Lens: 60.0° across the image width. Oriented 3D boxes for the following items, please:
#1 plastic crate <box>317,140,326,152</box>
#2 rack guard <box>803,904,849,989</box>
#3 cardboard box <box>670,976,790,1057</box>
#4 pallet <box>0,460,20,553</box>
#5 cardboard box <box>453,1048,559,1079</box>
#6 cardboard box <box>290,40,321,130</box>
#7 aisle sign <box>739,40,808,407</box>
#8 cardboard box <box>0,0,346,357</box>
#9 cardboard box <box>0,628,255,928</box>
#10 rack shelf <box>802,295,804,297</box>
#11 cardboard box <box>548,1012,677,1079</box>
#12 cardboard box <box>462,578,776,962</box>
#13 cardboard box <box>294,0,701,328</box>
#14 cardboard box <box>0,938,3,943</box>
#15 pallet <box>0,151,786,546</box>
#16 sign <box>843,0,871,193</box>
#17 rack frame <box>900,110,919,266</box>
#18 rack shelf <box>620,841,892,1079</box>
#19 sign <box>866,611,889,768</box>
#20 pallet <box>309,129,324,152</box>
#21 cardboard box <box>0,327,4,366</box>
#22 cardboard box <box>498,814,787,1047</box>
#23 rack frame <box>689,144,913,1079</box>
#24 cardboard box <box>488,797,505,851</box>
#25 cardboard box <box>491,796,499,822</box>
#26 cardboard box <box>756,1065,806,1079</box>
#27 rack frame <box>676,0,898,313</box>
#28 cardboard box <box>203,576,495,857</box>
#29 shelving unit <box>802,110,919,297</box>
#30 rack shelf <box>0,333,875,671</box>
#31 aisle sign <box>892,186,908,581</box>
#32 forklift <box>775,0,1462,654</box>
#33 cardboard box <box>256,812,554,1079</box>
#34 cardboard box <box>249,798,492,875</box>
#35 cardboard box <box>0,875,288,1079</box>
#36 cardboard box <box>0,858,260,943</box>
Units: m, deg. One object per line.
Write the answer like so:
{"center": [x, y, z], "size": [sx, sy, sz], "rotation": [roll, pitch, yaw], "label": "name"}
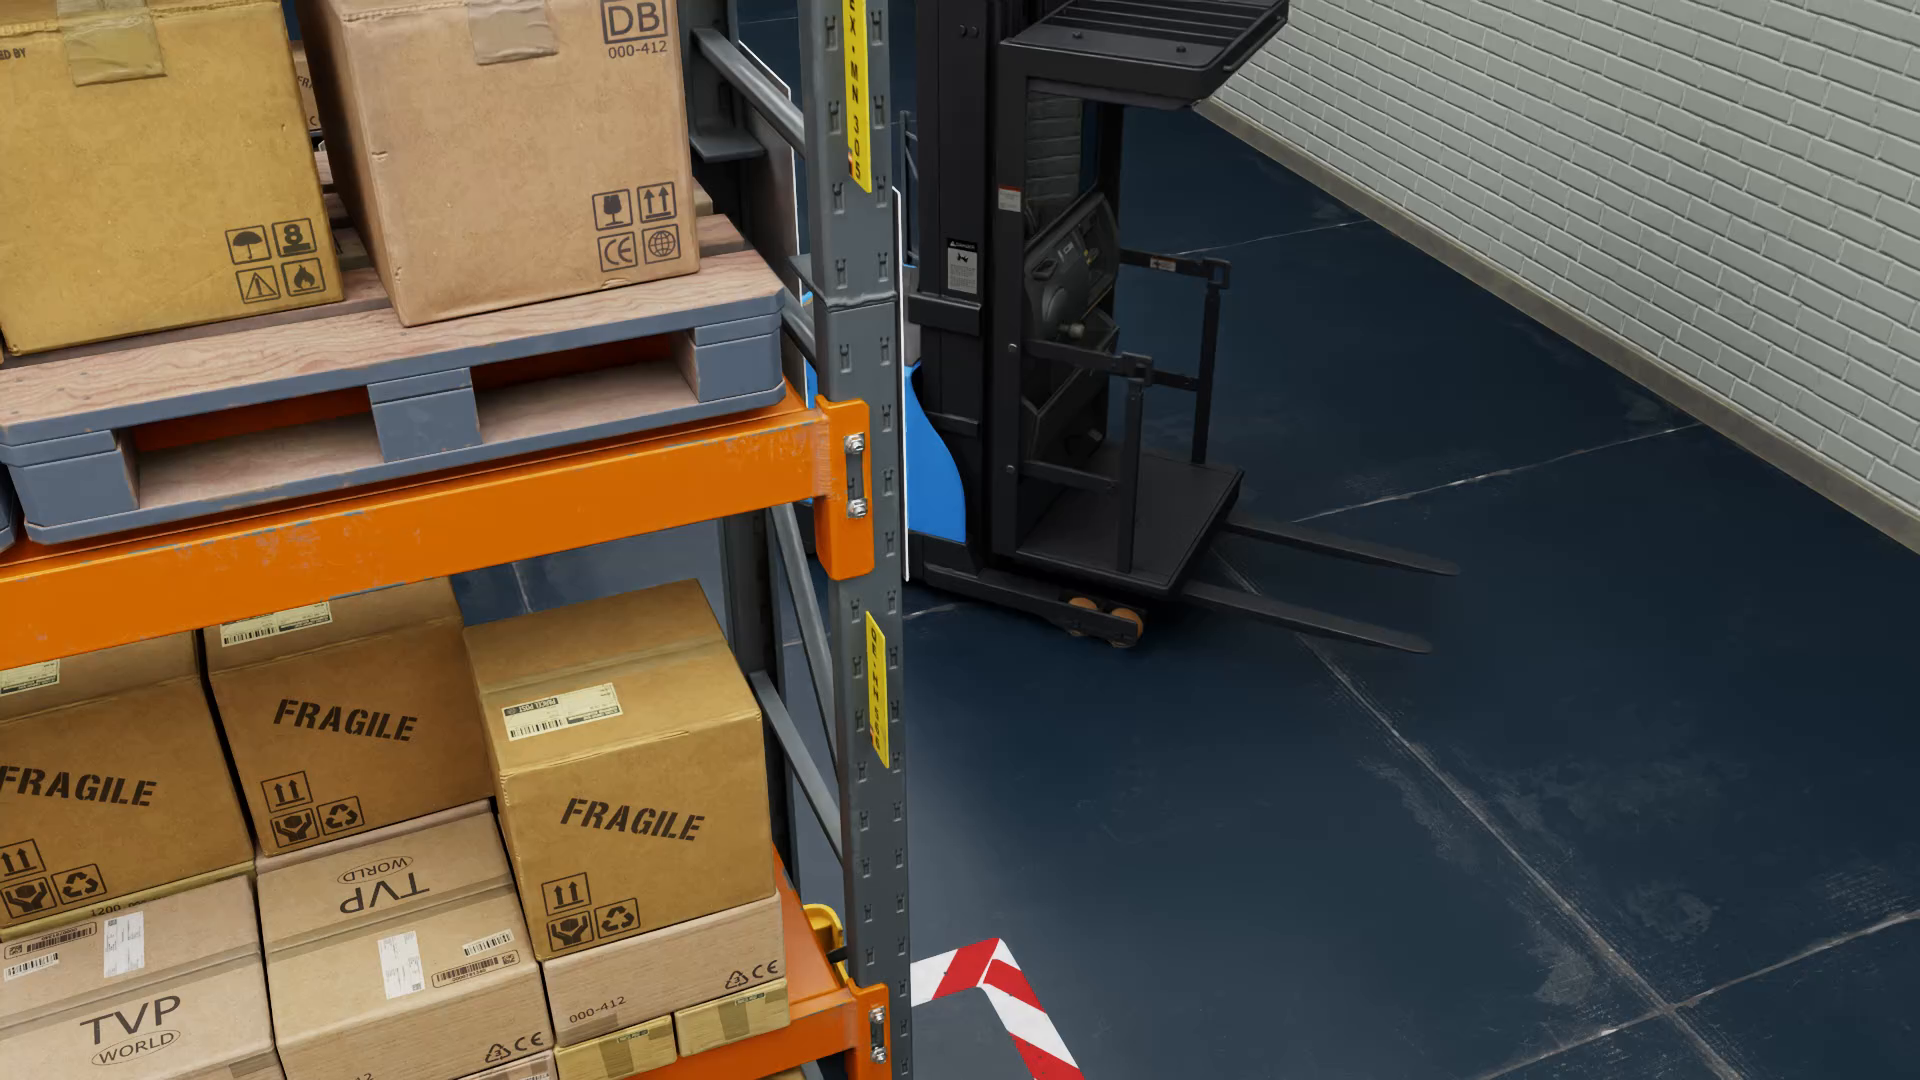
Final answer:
{"center": [-2.961, -1.888, 8.088], "size": [0.298, 0.136, 0.250], "rotation": [-13, 35, -19], "label": "plastic crate"}
{"center": [-0.338, 1.647, 4.760], "size": [0.348, 0.500, 1.175], "rotation": [-13, 35, -19], "label": "rack guard"}
{"center": [-0.561, 0.951, 3.769], "size": [0.250, 0.149, 0.380], "rotation": [-12, 35, -18], "label": "cardboard box"}
{"center": [-2.167, -0.194, 2.629], "size": [1.213, 0.211, 1.003], "rotation": [-13, 35, -19], "label": "pallet"}
{"center": [-1.033, 1.059, 3.602], "size": [0.250, 0.149, 0.380], "rotation": [-13, 35, -19], "label": "cardboard box"}
{"center": [-4.598, -3.276, 11.923], "size": [0.500, 0.500, 0.500], "rotation": [-13, 35, -19], "label": "cardboard box"}
{"center": [-0.410, -0.651, 3.617], "size": [0.004, 0.787, 0.394], "rotation": [-13, 35, -19], "label": "aisle sign"}
{"center": [-1.385, -0.718, 2.784], "size": [0.500, 0.500, 0.700], "rotation": [-14, 36, -21], "label": "cardboard box"}
{"center": [-1.844, 0.412, 3.544], "size": [0.500, 0.500, 0.500], "rotation": [-14, 36, -20], "label": "cardboard box"}
{"center": [-0.579, -1.095, 8.388], "size": [1.000, 0.185, 0.538], "rotation": [-19, 38, -27], "label": "rack shelf"}
{"center": [-0.800, 1.006, 3.683], "size": [0.250, 0.149, 0.380], "rotation": [-13, 35, -18], "label": "cardboard box"}
{"center": [-0.708, 0.463, 3.465], "size": [0.500, 0.500, 0.500], "rotation": [-12, 35, -18], "label": "cardboard box"}
{"center": [-0.819, -0.776, 2.873], "size": [0.500, 0.500, 0.700], "rotation": [-15, 36, -22], "label": "cardboard box"}
{"center": [-2.328, 0.838, 3.576], "size": [0.500, 0.250, 0.500], "rotation": [-14, 35, -20], "label": "cardboard box"}
{"center": [-1.040, -0.454, 3.028], "size": [1.213, 0.211, 1.003], "rotation": [-13, 35, -19], "label": "pallet"}
{"center": [-0.163, -0.715, 2.609], "size": [0.005, 0.325, 0.100], "rotation": [-13, 35, -19], "label": "sign"}
{"center": [-0.152, -1.396, 8.521], "size": [0.032, 1.500, 0.500], "rotation": [-19, 38, -27], "label": "rack frame"}
{"center": [-2.204, 1.328, 3.618], "size": [4.000, 0.370, 1.077], "rotation": [-13, 35, -19], "label": "rack shelf"}
{"center": [-0.163, 0.296, 3.266], "size": [0.005, 0.325, 0.100], "rotation": [-13, 35, -19], "label": "sign"}
{"center": [-4.997, -3.024, 12.204], "size": [1.213, 0.211, 1.003], "rotation": [-13, 35, -19], "label": "pallet"}
{"center": [-1.843, -0.584, 2.579], "size": [0.500, 0.500, 0.700], "rotation": [-15, 36, -22], "label": "cardboard box"}
{"center": [-0.704, 0.778, 3.668], "size": [0.500, 0.250, 0.500], "rotation": [-13, 35, -20], "label": "cardboard box"}
{"center": [-0.360, 0.605, 4.070], "size": [0.127, 3.000, 1.000], "rotation": [-13, 35, -19], "label": "rack frame"}
{"center": [-1.051, 0.674, 4.194], "size": [0.250, 0.149, 0.380], "rotation": [-13, 35, -20], "label": "cardboard box"}
{"center": [-0.907, 0.508, 4.083], "size": [0.500, 0.250, 0.500], "rotation": [-14, 36, -20], "label": "cardboard box"}
{"center": [-0.919, 1.494, 4.266], "size": [0.875, 0.875, 0.875], "rotation": [-13, 35, -19], "label": "cardboard box"}
{"center": [-0.360, -1.910, 2.434], "size": [0.127, 3.000, 1.000], "rotation": [-13, 35, -19], "label": "rack frame"}
{"center": [-1.368, 0.300, 3.716], "size": [0.500, 0.500, 0.500], "rotation": [-14, 35, -20], "label": "cardboard box"}
{"center": [-0.579, -1.246, 8.290], "size": [1.048, 1.500, 0.538], "rotation": [-19, 38, -27], "label": "shelving unit"}
{"center": [-2.204, 0.071, 2.800], "size": [4.000, 0.370, 1.077], "rotation": [-13, 35, -19], "label": "rack shelf"}
{"center": [-0.178, -0.349, 3.153], "size": [0.004, 0.787, 0.394], "rotation": [-13, 35, -19], "label": "aisle sign"}
{"center": [0.645, -1.102, 6.756], "size": [3.031, 2.935, 1.130], "rotation": [14, 36, 21], "label": "forklift"}
{"center": [-1.172, 0.885, 3.504], "size": [0.500, 0.250, 0.500], "rotation": [-14, 35, -20], "label": "cardboard box"}
{"center": [-1.384, 0.621, 3.909], "size": [0.500, 0.250, 0.500], "rotation": [-13, 35, -20], "label": "cardboard box"}
{"center": [-1.641, 0.993, 3.338], "size": [0.500, 0.250, 0.500], "rotation": [-14, 36, -21], "label": "cardboard box"}
{"center": [-1.849, 0.726, 3.749], "size": [0.500, 0.250, 0.500], "rotation": [-14, 36, -21], "label": "cardboard box"}
